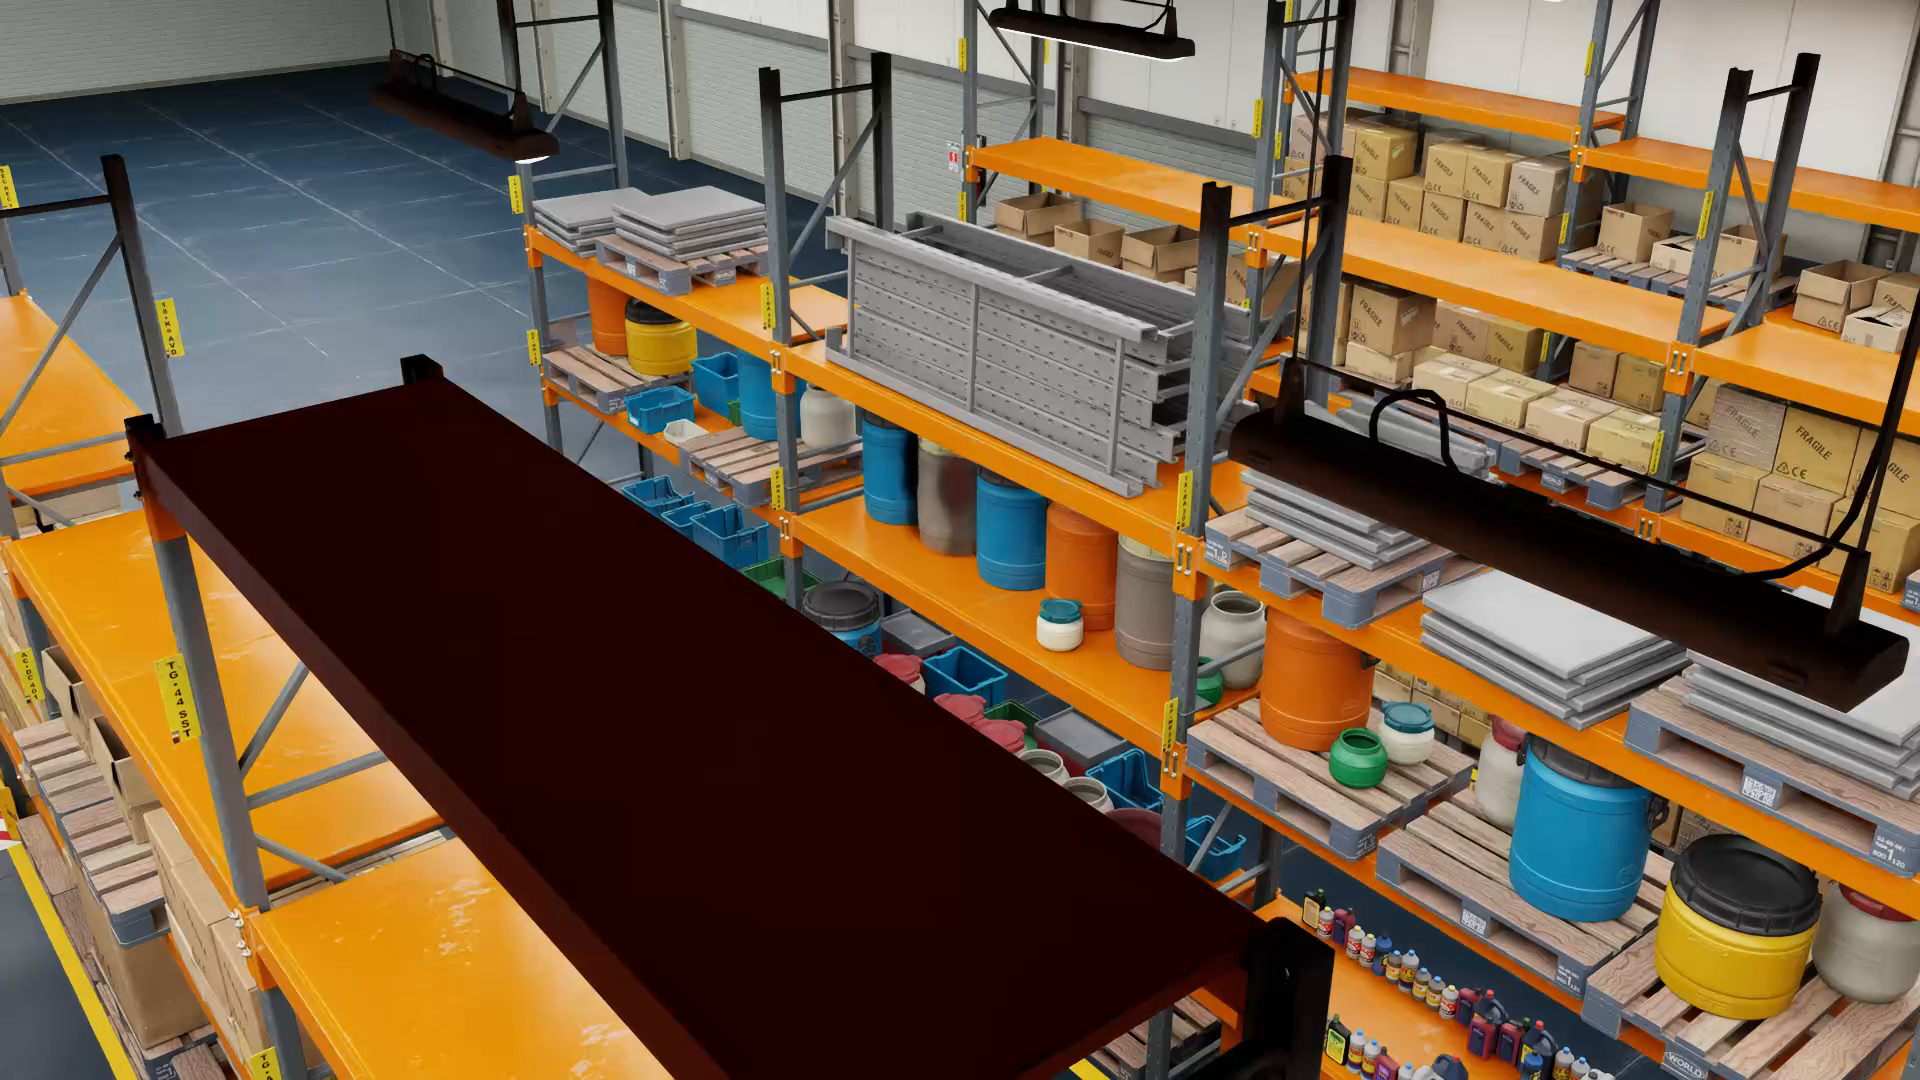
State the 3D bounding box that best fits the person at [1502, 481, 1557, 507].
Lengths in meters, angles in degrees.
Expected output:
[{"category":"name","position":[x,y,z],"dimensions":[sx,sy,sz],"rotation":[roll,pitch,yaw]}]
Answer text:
[{"category":"person","position":[5.829,-0.376,17.036],"dimensions":[0.545,1.713,0.480],"rotation":[1,26,2]}]
